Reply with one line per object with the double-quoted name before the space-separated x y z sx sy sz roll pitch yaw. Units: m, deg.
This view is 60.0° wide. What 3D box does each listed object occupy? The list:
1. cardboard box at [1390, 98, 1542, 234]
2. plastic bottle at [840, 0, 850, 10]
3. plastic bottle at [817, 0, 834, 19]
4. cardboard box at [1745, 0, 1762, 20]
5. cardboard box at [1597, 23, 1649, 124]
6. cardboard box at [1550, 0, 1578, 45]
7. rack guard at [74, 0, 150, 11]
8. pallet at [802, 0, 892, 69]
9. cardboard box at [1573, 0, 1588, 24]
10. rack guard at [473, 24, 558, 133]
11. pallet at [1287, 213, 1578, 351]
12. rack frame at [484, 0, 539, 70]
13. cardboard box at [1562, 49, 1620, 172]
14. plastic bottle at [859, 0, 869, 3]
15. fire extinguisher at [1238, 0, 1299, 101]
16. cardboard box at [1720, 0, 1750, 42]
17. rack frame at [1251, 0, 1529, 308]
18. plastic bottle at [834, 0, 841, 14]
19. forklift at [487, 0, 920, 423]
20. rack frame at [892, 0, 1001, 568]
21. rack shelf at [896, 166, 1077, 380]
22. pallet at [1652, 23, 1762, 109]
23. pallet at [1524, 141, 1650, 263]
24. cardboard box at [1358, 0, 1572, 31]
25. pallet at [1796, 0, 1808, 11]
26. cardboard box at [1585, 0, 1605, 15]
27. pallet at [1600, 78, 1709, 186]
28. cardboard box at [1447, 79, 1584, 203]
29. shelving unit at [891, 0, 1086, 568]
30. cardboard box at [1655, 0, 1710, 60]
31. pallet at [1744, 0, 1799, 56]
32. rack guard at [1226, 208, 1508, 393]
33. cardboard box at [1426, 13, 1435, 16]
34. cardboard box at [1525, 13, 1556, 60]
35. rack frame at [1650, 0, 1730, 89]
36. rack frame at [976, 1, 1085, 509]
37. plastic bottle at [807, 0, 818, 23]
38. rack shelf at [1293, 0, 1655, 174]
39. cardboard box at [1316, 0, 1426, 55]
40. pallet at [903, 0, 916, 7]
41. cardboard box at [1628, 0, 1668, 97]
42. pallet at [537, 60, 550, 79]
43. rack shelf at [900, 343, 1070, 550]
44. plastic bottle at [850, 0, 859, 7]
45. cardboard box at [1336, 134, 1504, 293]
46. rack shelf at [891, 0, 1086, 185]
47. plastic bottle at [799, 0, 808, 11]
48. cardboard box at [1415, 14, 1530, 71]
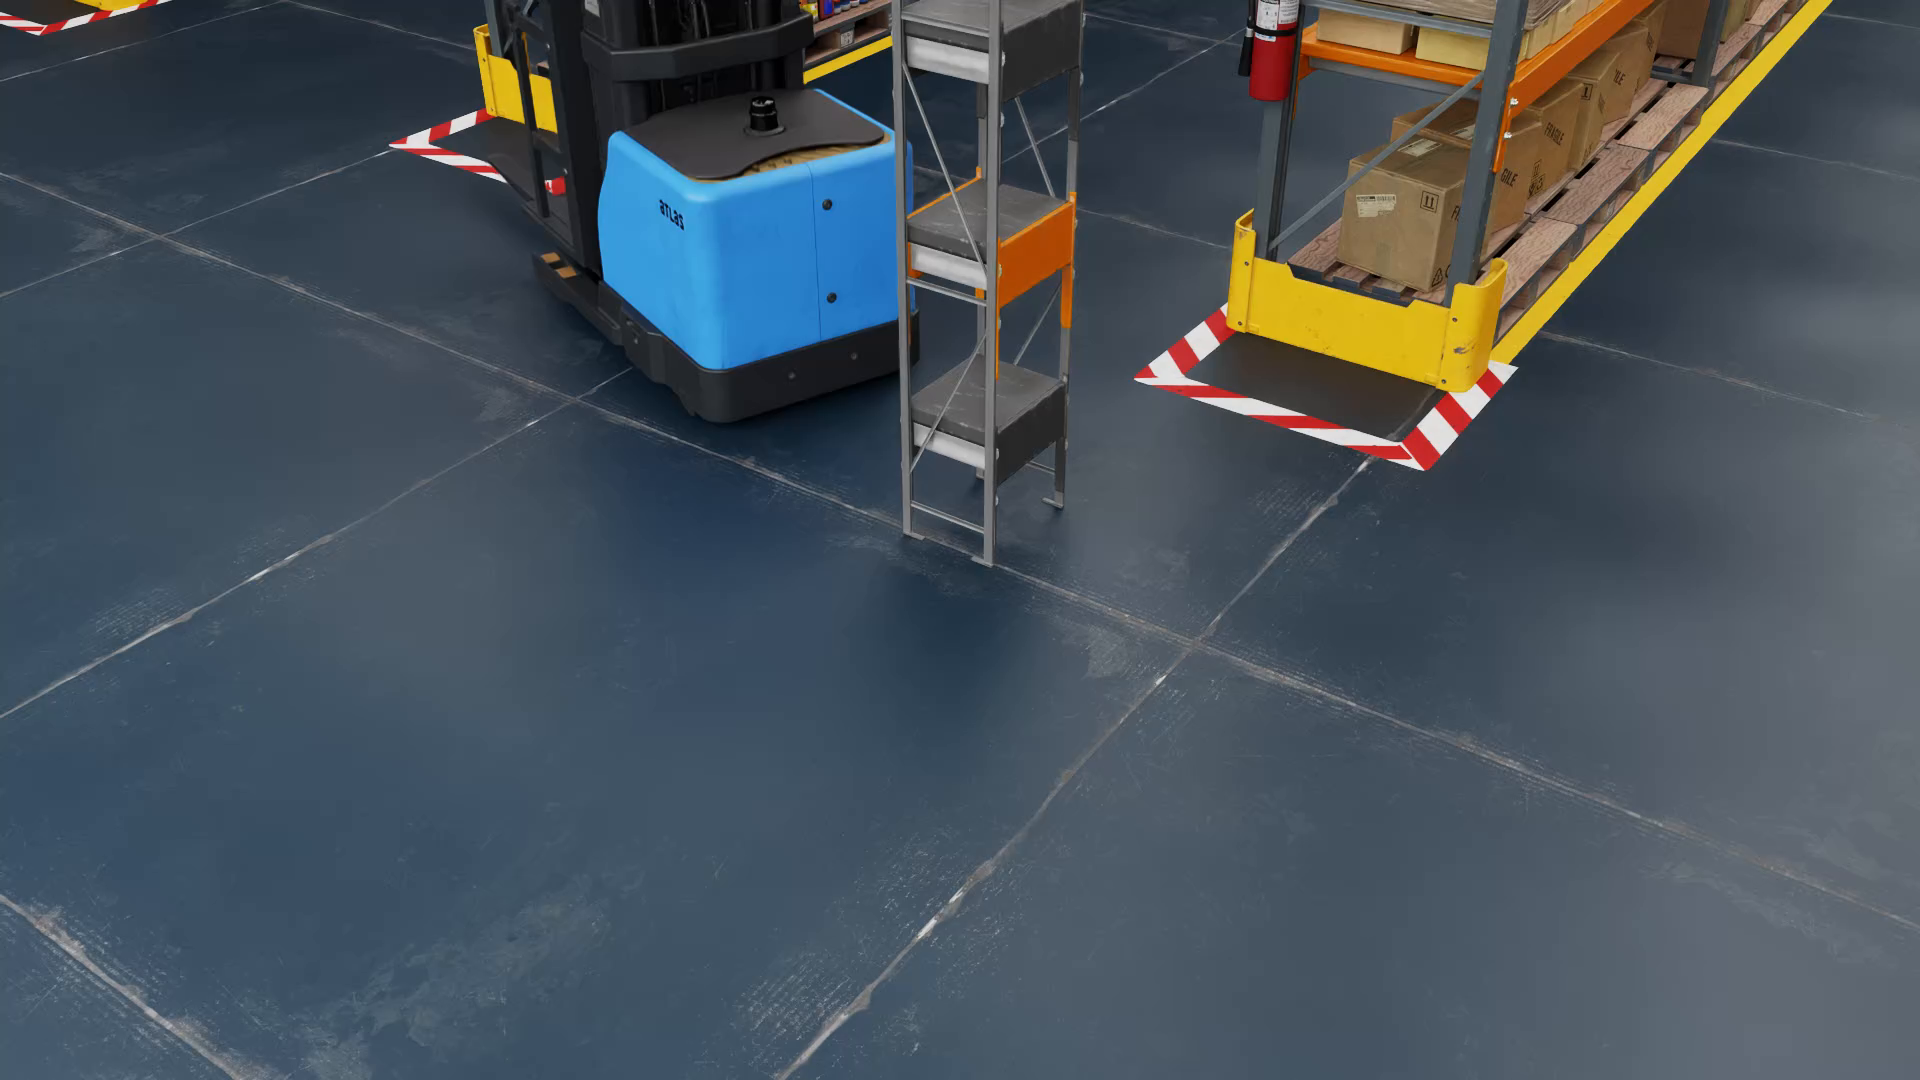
"cardboard box" 2.428 -1.801 8.093 0.500 0.500 0.500 -25 41 -32
"plastic bottle" -0.781 -3.668 11.038 0.097 0.271 0.097 0 34 0
"plastic bottle" -0.889 -3.567 10.879 0.061 0.283 0.133 22 40 29
"cardboard box" 5.001 -3.829 11.073 0.700 0.500 0.500 18 38 24
"cardboard box" 3.445 -2.637 9.328 0.500 0.500 0.500 -23 40 -30
"cardboard box" 2.417 -2.265 7.146 0.380 0.149 0.250 21 39 28
"rack guard" -6.404 -4.214 12.035 1.175 0.500 0.348 21 39 28
"pallet" -1.154 -3.503 11.242 1.003 0.211 1.213 21 39 28
"cardboard box" 2.543 -2.387 7.326 0.380 0.149 0.250 21 39 28
"rack guard" -2.318 -2.691 9.784 1.175 0.500 0.348 21 39 28
"pallet" 2.282 -1.337 8.039 1.003 0.211 1.213 21 39 28
"rack frame" -2.323 -3.677 9.009 1.000 3.000 0.127 21 39 28
"cardboard box" 3.156 -2.326 8.868 0.500 0.500 0.500 18 38 24
"plastic bottle" -0.665 -3.761 11.176 0.097 0.271 0.097 0 34 0
"fire extinguisher" 1.302 -2.157 6.831 0.296 0.674 0.183 21 39 28
"cardboard box" 4.682 -3.572 10.692 0.700 0.500 0.500 21 39 28
"rack frame" 1.746 -2.095 6.670 1.000 3.000 0.127 21 39 28
"plastic bottle" -0.838 -3.621 10.970 0.097 0.271 0.097 0 34 0
"forklift" -1.410 -2.480 7.301 1.130 2.935 3.031 -20 39 -27
"rack frame" -0.045 -0.834 5.608 0.400 2.100 0.015 21 39 28
"rack shelf" 0.094 -0.935 5.782 0.431 0.518 0.480 21 39 28
"pallet" 4.469 -3.139 10.704 1.003 0.211 1.213 21 39 28
"pallet" 2.978 -1.896 8.866 1.003 0.211 1.213 21 39 28
"cardboard box" 2.082 -2.504 6.920 0.875 0.500 0.500 21 39 28
"pallet" 5.861 -4.262 12.364 1.003 0.211 1.213 21 39 28
"cardboard box" 2.691 -2.499 7.493 0.380 0.149 0.250 21 39 28
"pallet" 3.673 -2.460 9.699 1.003 0.211 1.213 21 39 28
"cardboard box" 2.801 -2.083 8.510 0.500 0.500 0.500 25 42 32
"shelving unit" 0.094 -0.946 5.774 0.431 2.100 0.503 21 39 28
"cardboard box" 4.394 -3.358 10.377 0.700 0.500 0.500 18 38 25
"pallet" 5.164 -3.703 11.537 1.003 0.211 1.213 21 39 28
"rack guard" 1.789 -1.094 7.422 1.175 0.500 0.348 21 39 28
"cardboard box" 1.882 -2.303 7.202 0.380 0.149 0.250 21 39 28
"cardboard box" 2.263 -2.155 6.983 0.380 0.149 0.250 21 39 28
"rack frame" 4.027 -3.936 9.392 1.000 3.000 0.127 21 39 28
"rack frame" 0.234 -1.058 5.940 0.400 2.100 0.015 21 39 28
"plastic bottle" -0.974 -3.482 10.827 0.097 0.201 0.097 0 34 0
"rack shelf" 2.886 -2.717 8.233 1.077 0.370 4.000 21 39 28
"cardboard box" 1.739 -2.188 7.032 0.380 0.149 0.250 21 39 28
"pallet" -0.459 -4.067 12.075 1.003 0.211 1.213 21 39 28
"cardboard box" 3.766 -2.903 9.721 0.500 0.500 0.500 20 39 27
"pallet" -1.851 -2.944 10.415 1.003 0.211 1.213 21 39 28
"rack shelf" 0.094 -0.355 6.174 0.431 0.518 0.480 21 39 28
"plastic bottle" -0.724 -3.684 11.125 0.097 0.201 0.097 0 34 0
"cardboard box" 2.116 -1.515 7.670 0.500 0.500 0.500 -29 43 -35
"rack shelf" 0.094 -1.515 5.390 0.431 0.518 0.480 21 39 28
"plastic bottle" -1.033 -3.464 10.737 0.097 0.271 0.097 0 34 0
"cardboard box" 2.104 -2.046 6.822 0.380 0.149 0.250 21 39 28
